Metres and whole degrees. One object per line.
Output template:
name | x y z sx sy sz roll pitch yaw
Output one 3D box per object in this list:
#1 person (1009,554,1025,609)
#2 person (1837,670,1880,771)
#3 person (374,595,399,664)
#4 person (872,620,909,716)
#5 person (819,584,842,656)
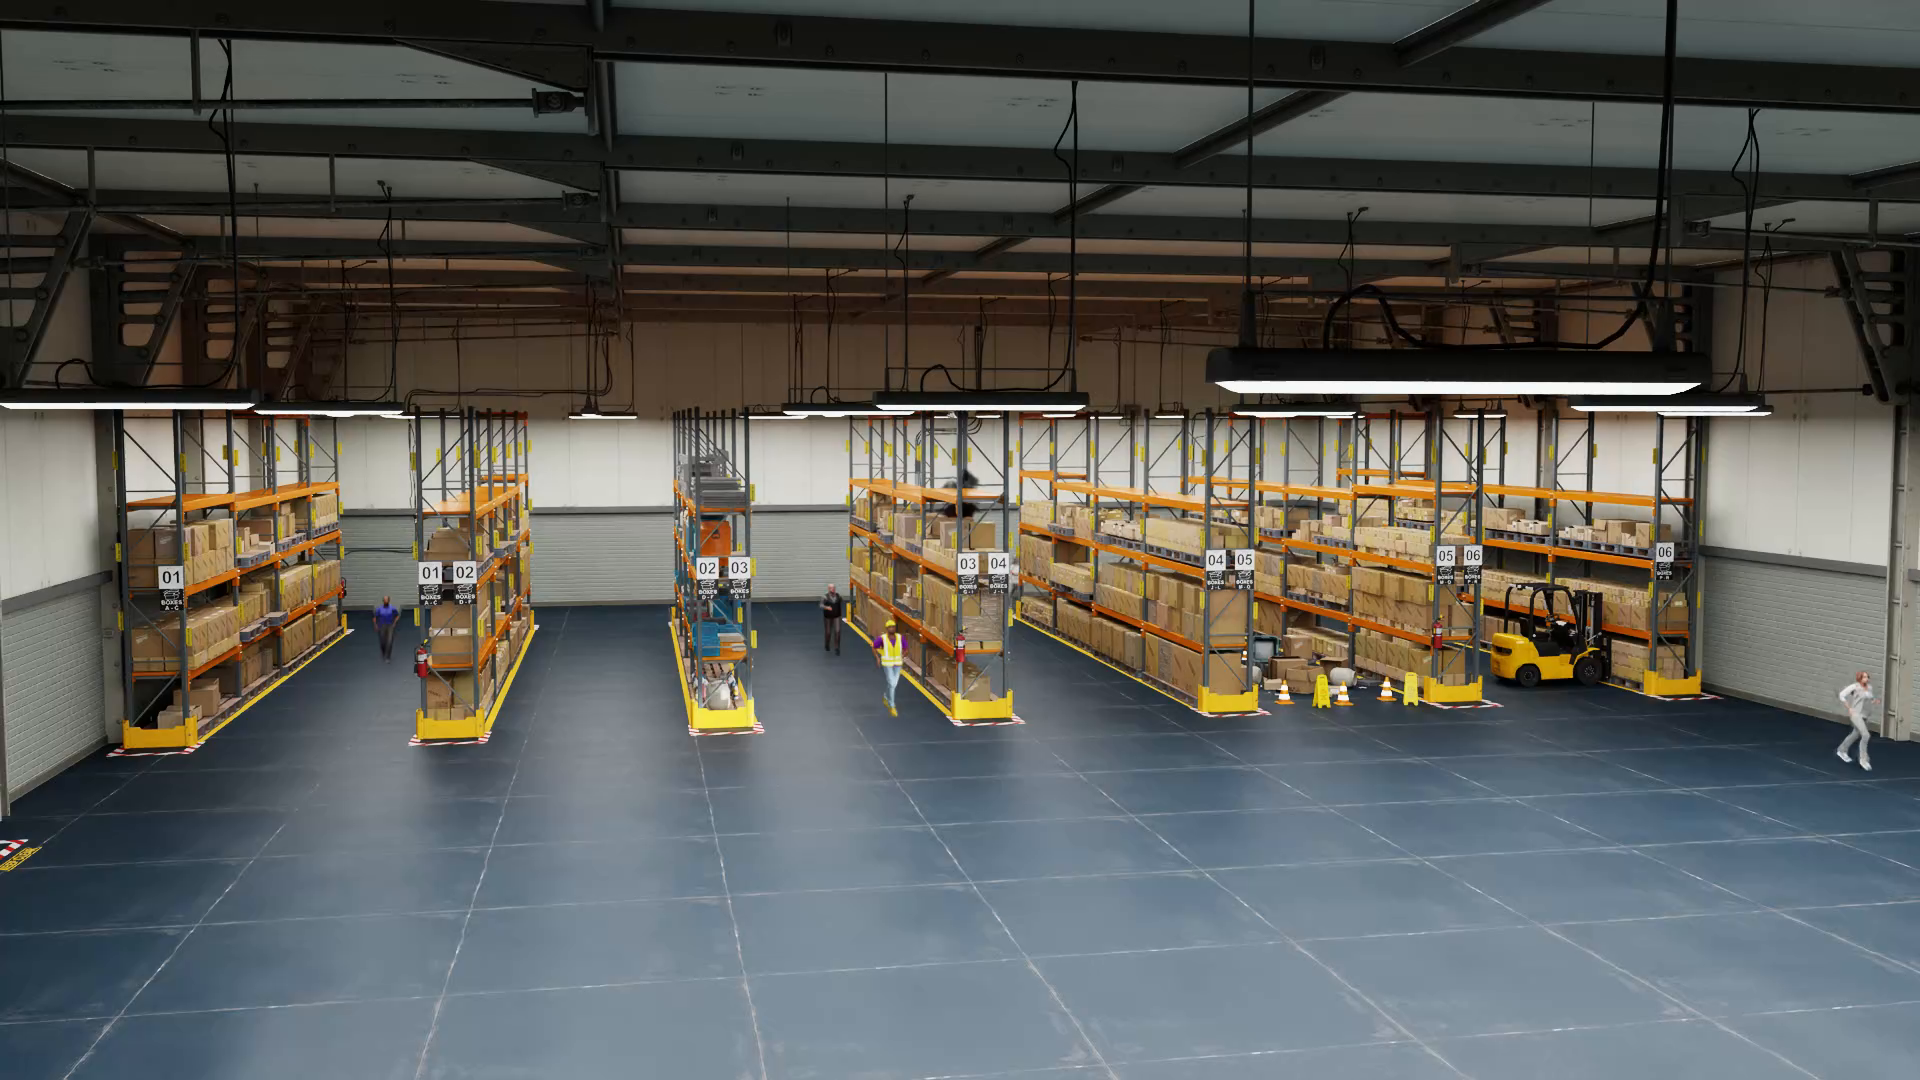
person | 1.679 1.287 49.565 0.905 1.782 0.639 -4 6 -43
person | 14.917 2.967 27.594 0.512 1.645 0.731 -2 4 -22
person | -13.634 2.116 39.547 0.582 1.609 0.578 -1 4 -18
person | -1.318 2.444 32.167 0.690 1.813 0.832 -2 4 -24
person | -3.171 1.941 40.999 0.610 1.754 0.889 -1 4 -12
